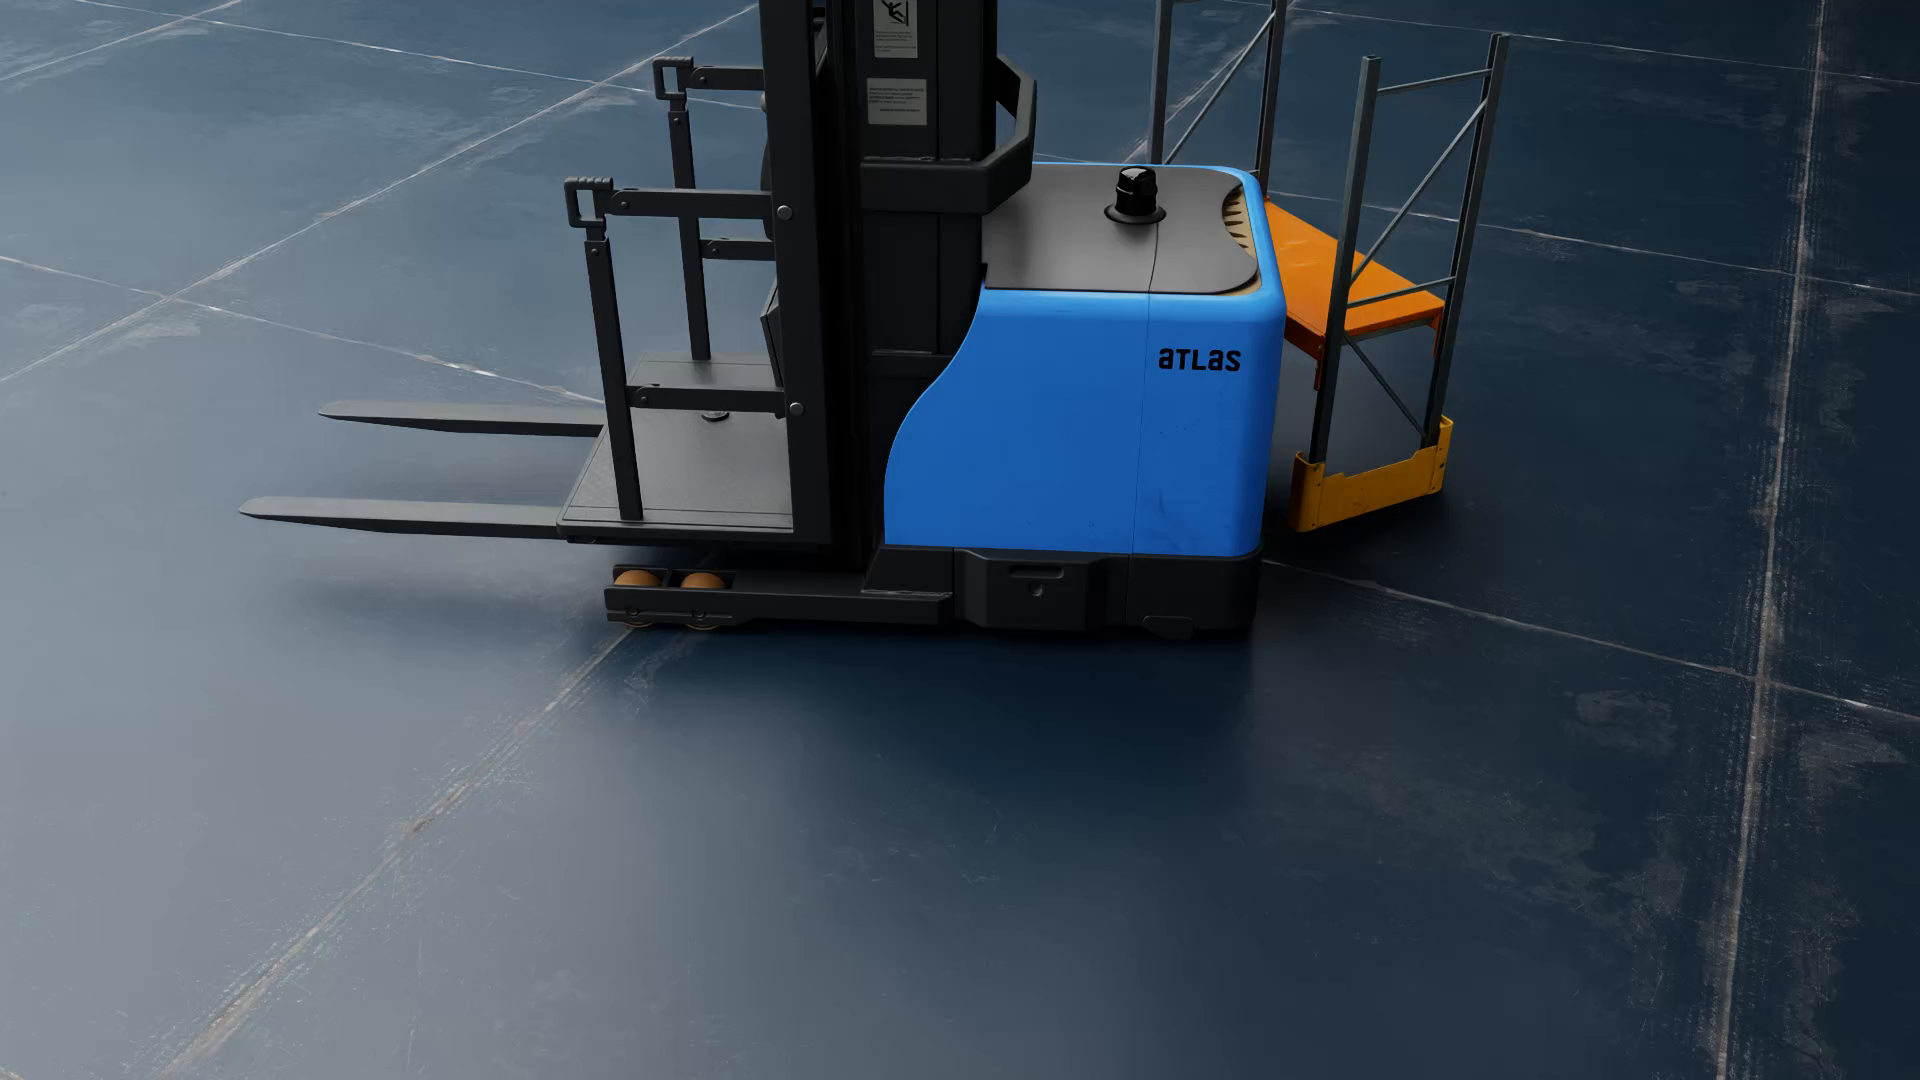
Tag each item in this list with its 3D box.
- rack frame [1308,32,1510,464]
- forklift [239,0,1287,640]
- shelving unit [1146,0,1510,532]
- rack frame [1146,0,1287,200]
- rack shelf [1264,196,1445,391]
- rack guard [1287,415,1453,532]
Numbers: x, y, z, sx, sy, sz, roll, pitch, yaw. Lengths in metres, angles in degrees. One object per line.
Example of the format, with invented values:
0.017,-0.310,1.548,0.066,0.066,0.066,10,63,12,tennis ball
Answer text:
1.321,-0.740,5.011,0.500,1.500,0.032,-16,36,-22,rack frame
-0.627,-1.250,4.483,3.031,2.935,1.130,2,33,3,forklift
1.094,-0.984,5.383,0.587,1.500,1.083,-16,36,-22,shelving unit
0.858,-1.237,5.768,0.500,1.500,0.032,-16,36,-22,rack frame
1.090,-0.838,5.488,0.538,0.185,1.000,-16,36,-22,rack shelf
1.321,-0.218,5.355,0.587,0.250,0.087,-16,36,-22,rack guard
